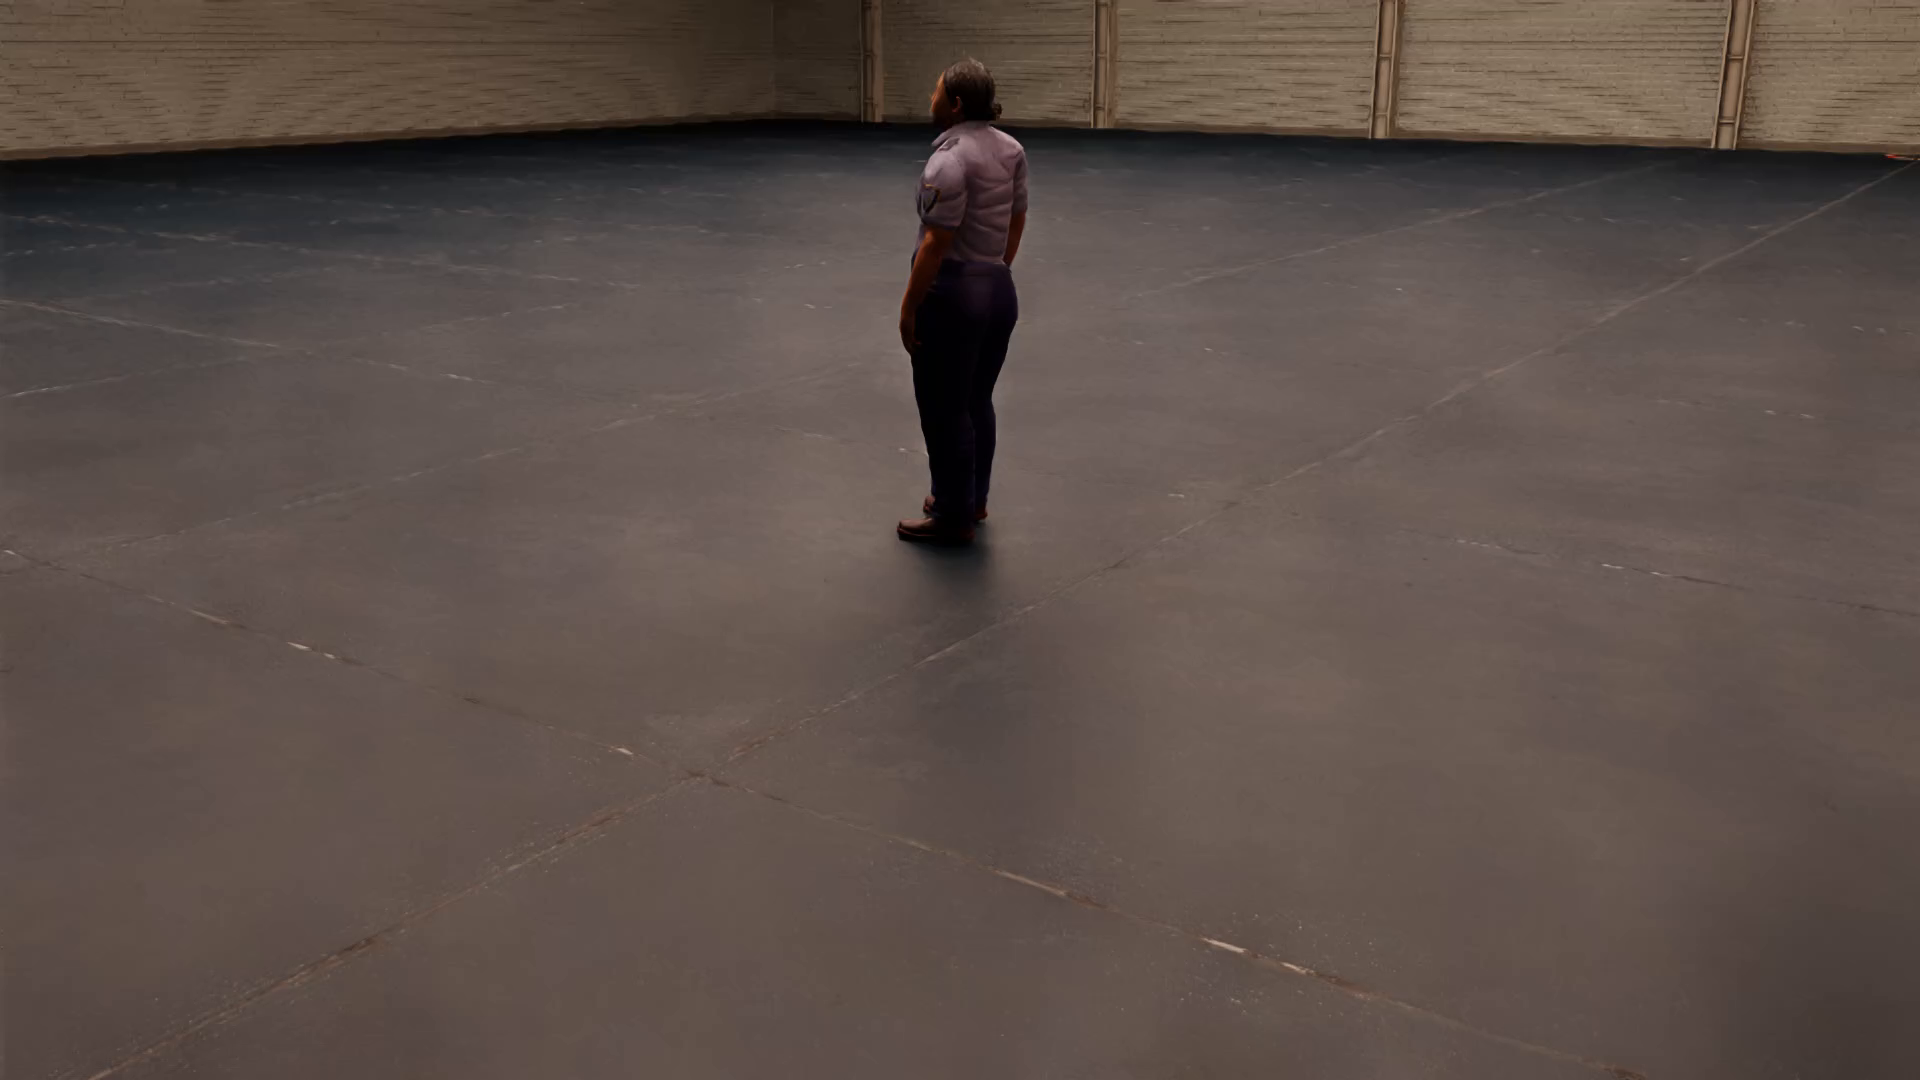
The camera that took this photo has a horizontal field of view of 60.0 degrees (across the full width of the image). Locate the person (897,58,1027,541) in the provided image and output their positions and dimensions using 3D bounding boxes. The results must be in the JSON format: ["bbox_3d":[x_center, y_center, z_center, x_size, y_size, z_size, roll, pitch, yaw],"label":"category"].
[{"bbox_3d":[-0.061,-0.816,5.777,0.502,1.650,0.599,11,20,33],"label":"person"}]
